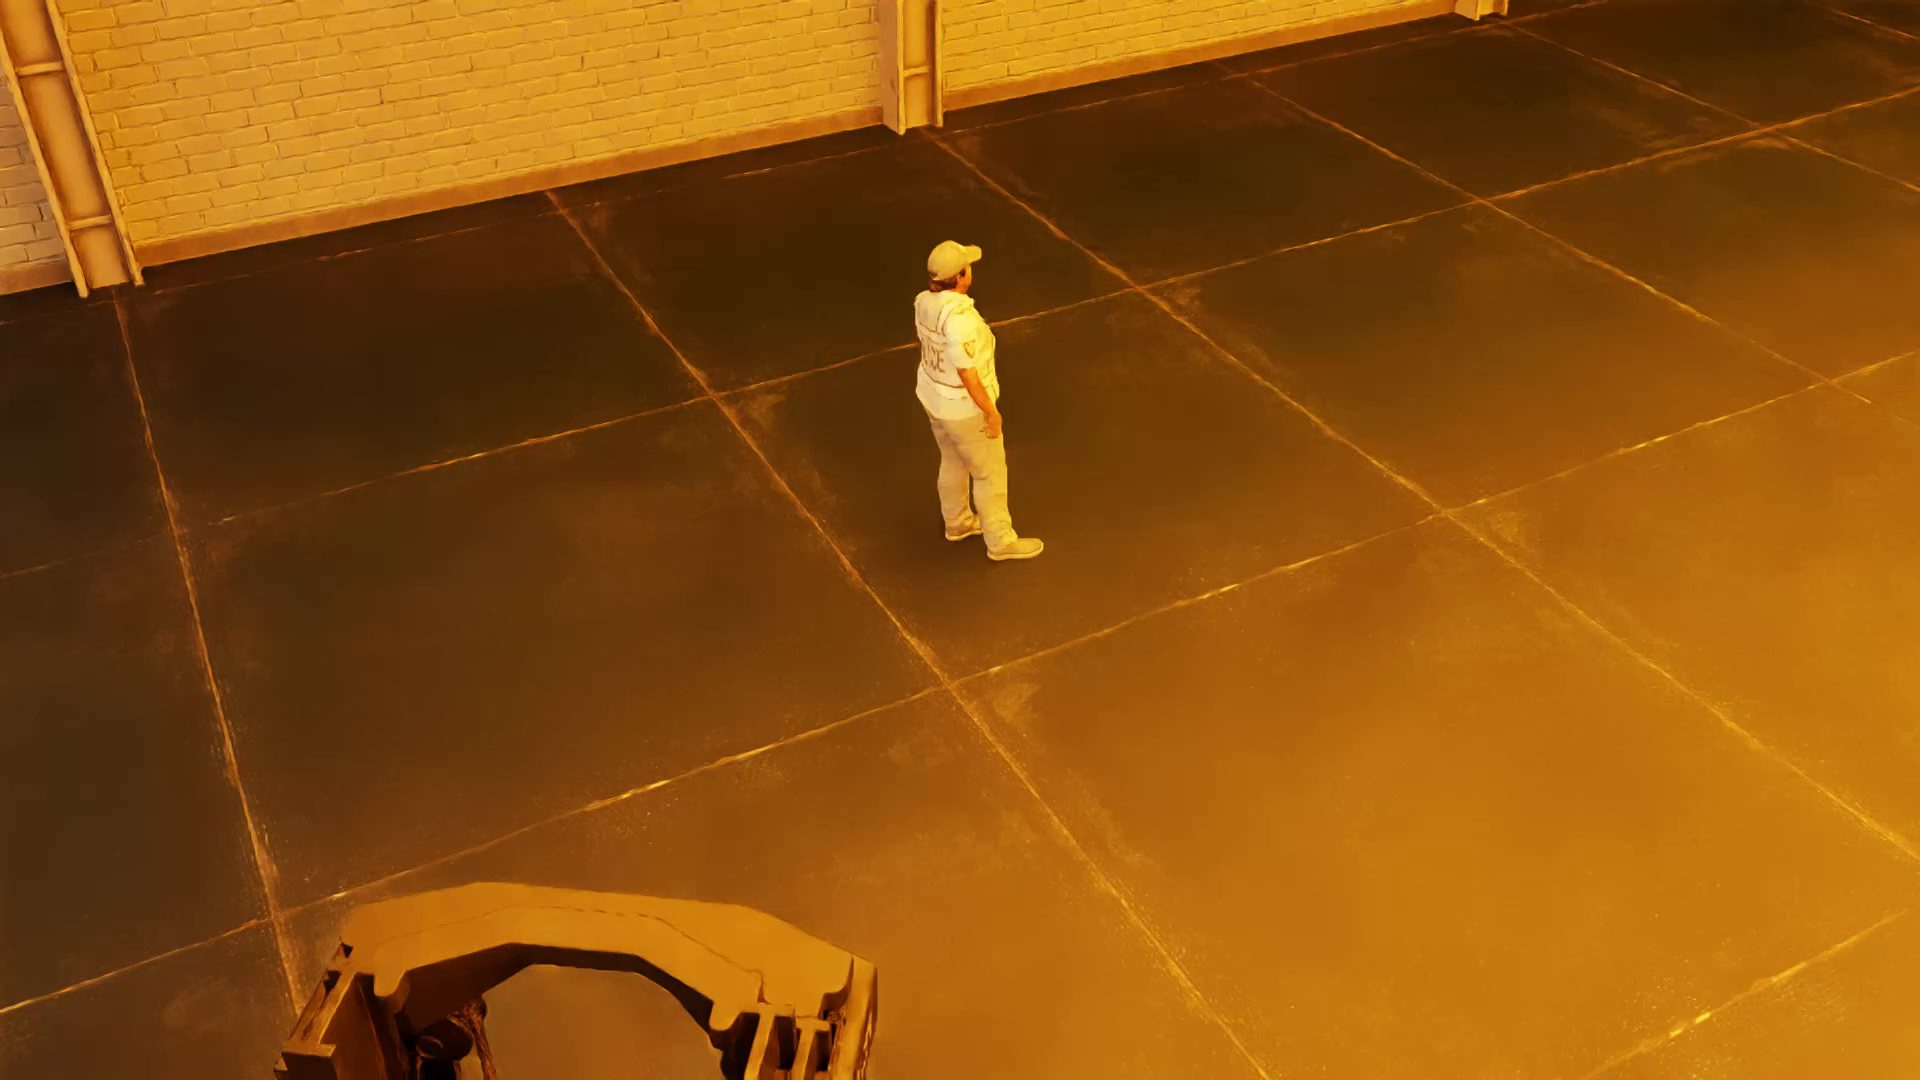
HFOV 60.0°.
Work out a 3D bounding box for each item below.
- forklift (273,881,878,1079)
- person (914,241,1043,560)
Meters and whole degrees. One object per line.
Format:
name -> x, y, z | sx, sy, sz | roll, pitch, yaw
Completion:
forklift -> -0.688, 2.181, 3.038 | 1.130, 2.935, 3.031 | 4, 35, 6
person -> 0.078, -0.696, 8.190 | 0.529, 1.669, 0.598 | -17, 39, -23
